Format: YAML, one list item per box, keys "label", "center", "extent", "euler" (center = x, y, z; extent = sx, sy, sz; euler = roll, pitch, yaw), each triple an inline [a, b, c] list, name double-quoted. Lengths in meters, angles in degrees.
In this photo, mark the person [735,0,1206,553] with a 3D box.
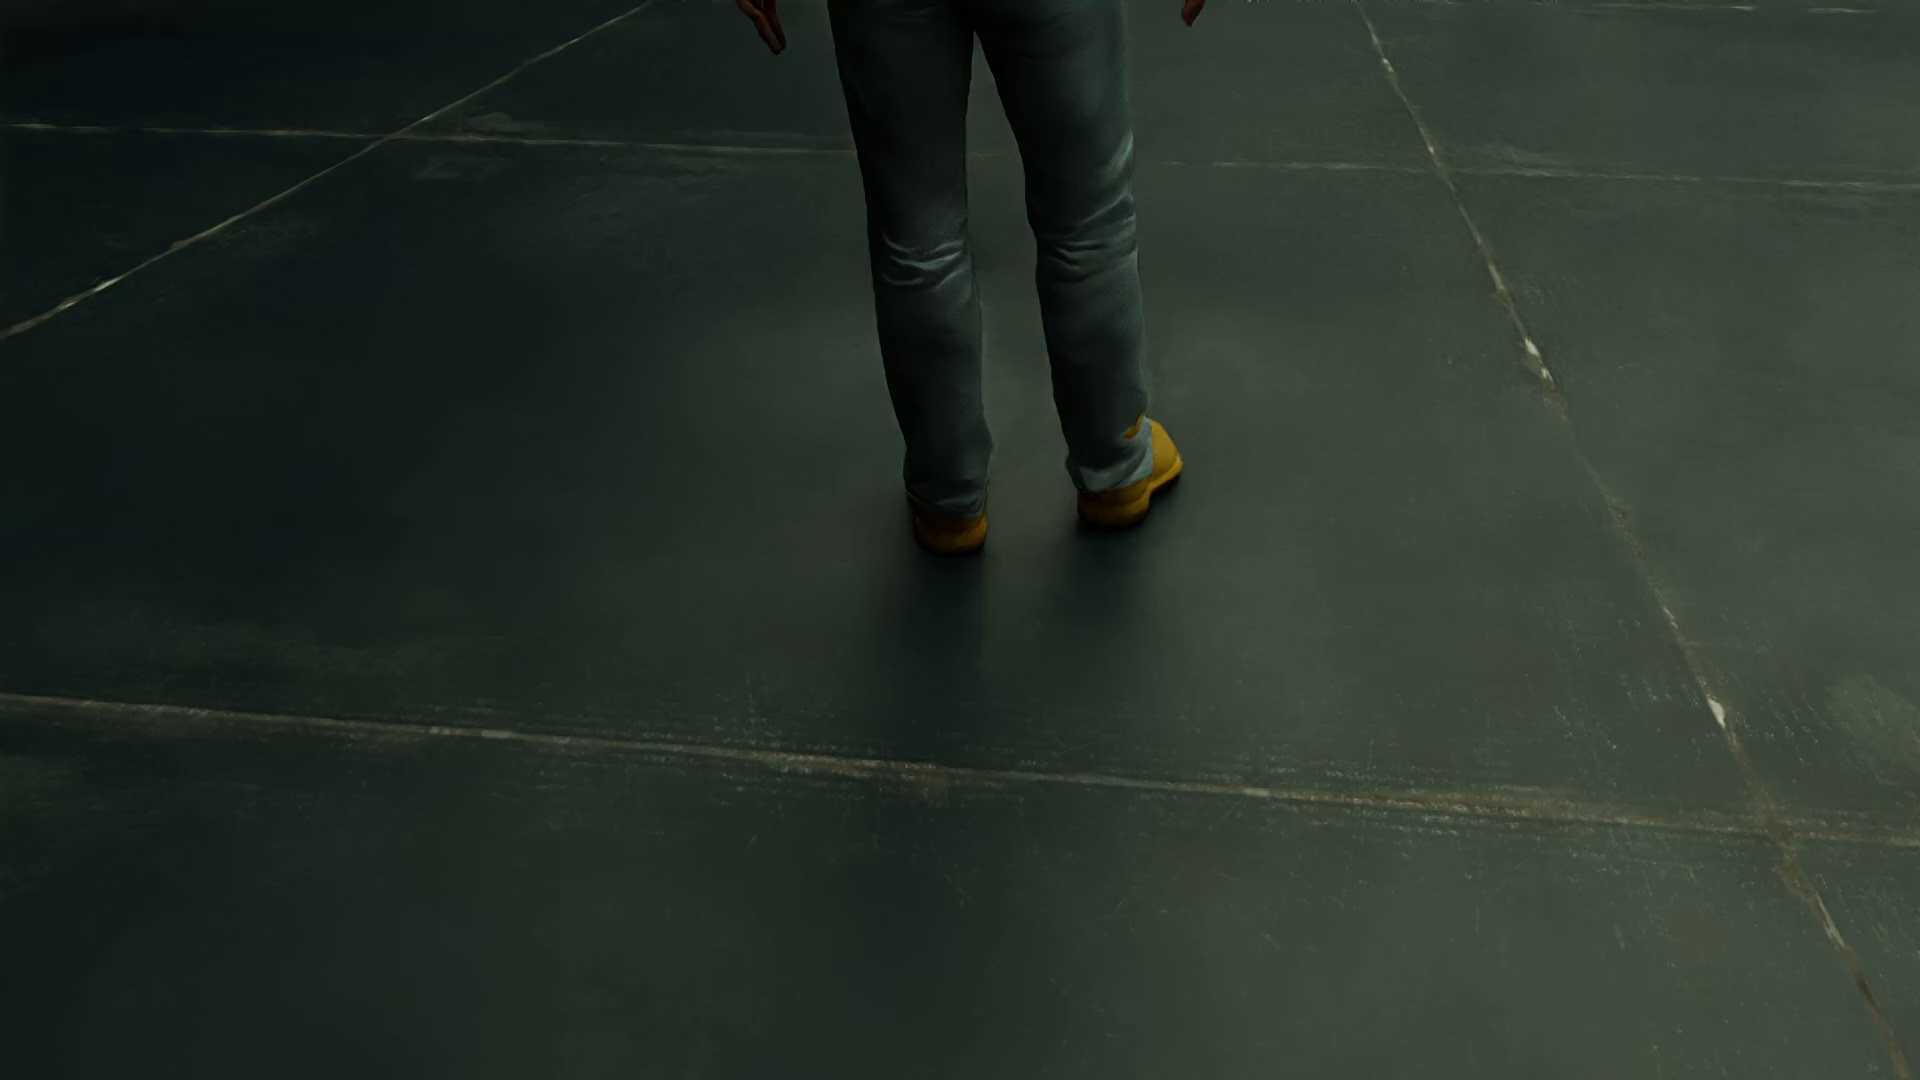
- label: "person"
  center: [0.015, -0.851, 2.152]
  extent: [0.665, 1.701, 0.576]
  euler: [3, 27, 7]
